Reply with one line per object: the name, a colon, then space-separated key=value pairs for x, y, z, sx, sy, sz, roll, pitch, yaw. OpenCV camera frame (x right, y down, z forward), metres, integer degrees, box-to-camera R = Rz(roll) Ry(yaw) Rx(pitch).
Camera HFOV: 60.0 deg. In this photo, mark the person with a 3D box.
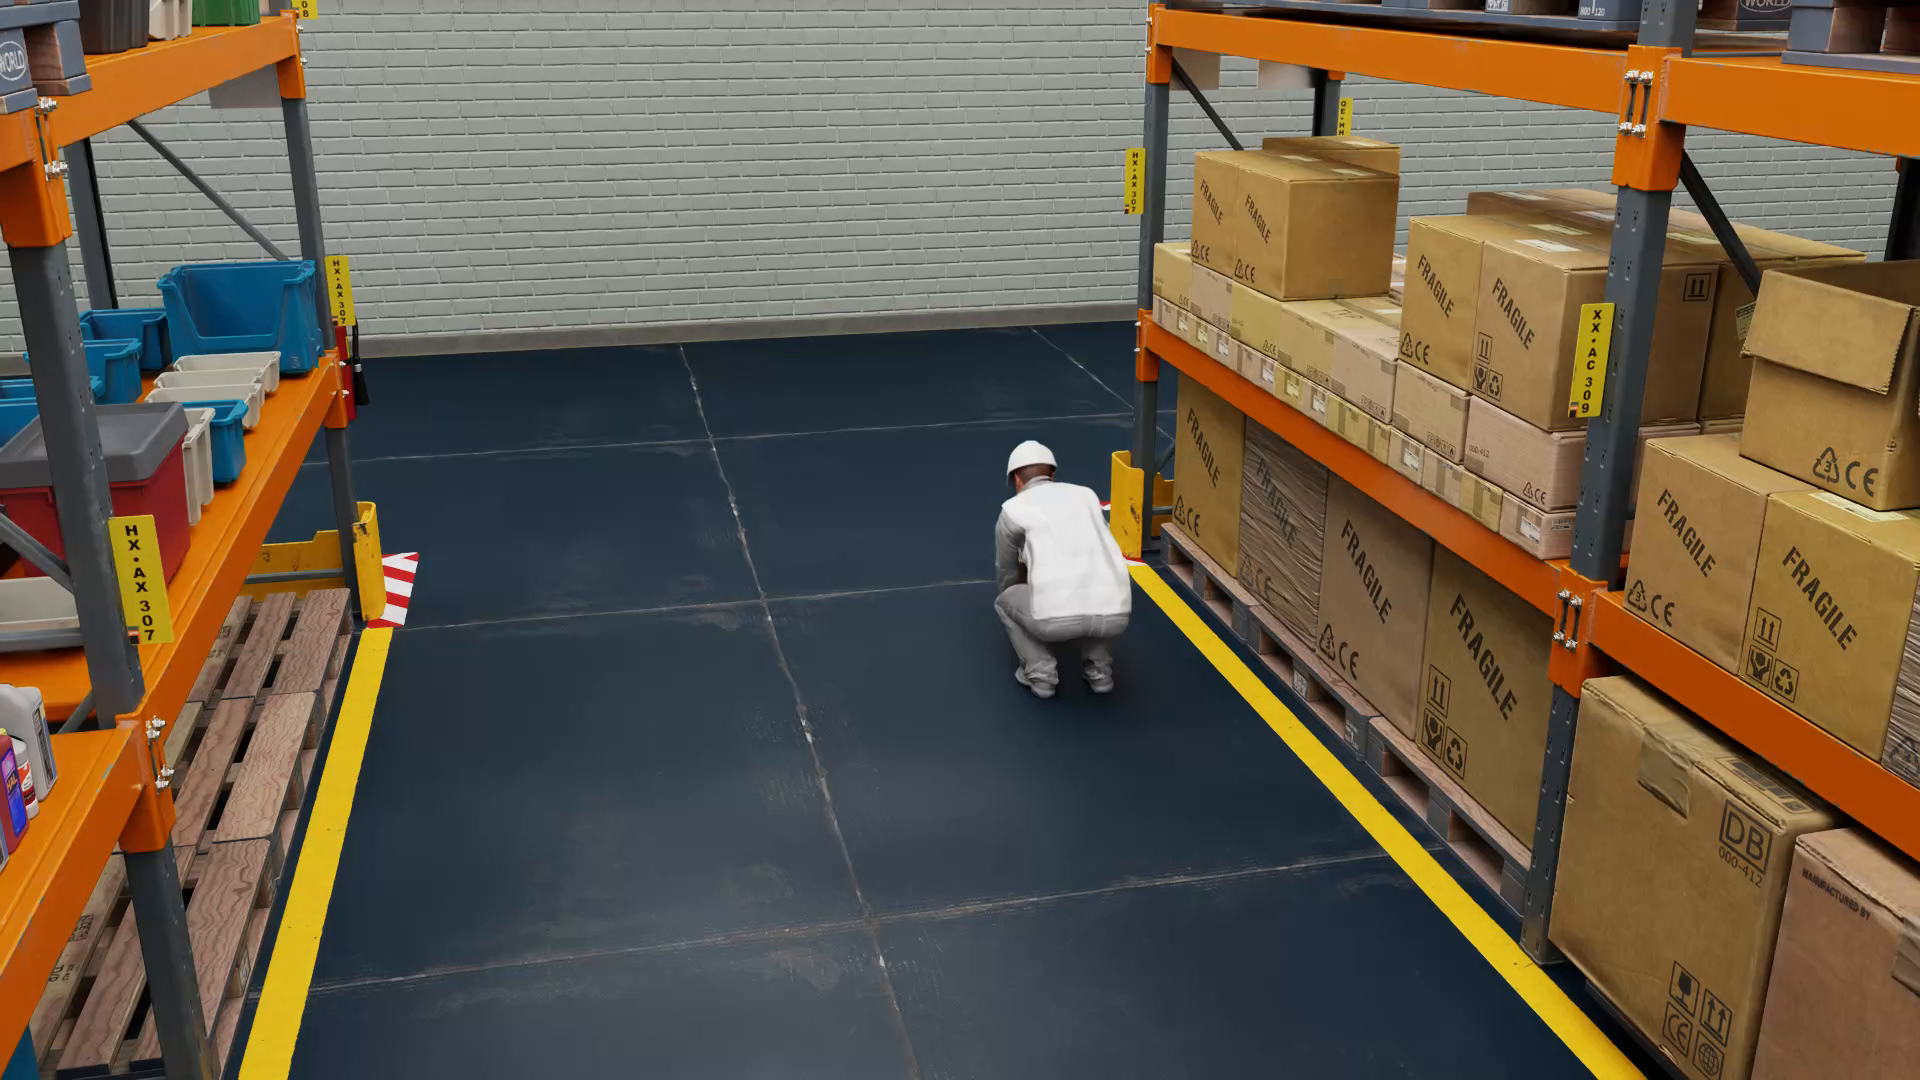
person: x=0.431 y=0.121 z=7.355 sx=0.524 sy=1.010 sz=0.883 roll=-5 pitch=20 yaw=-13
